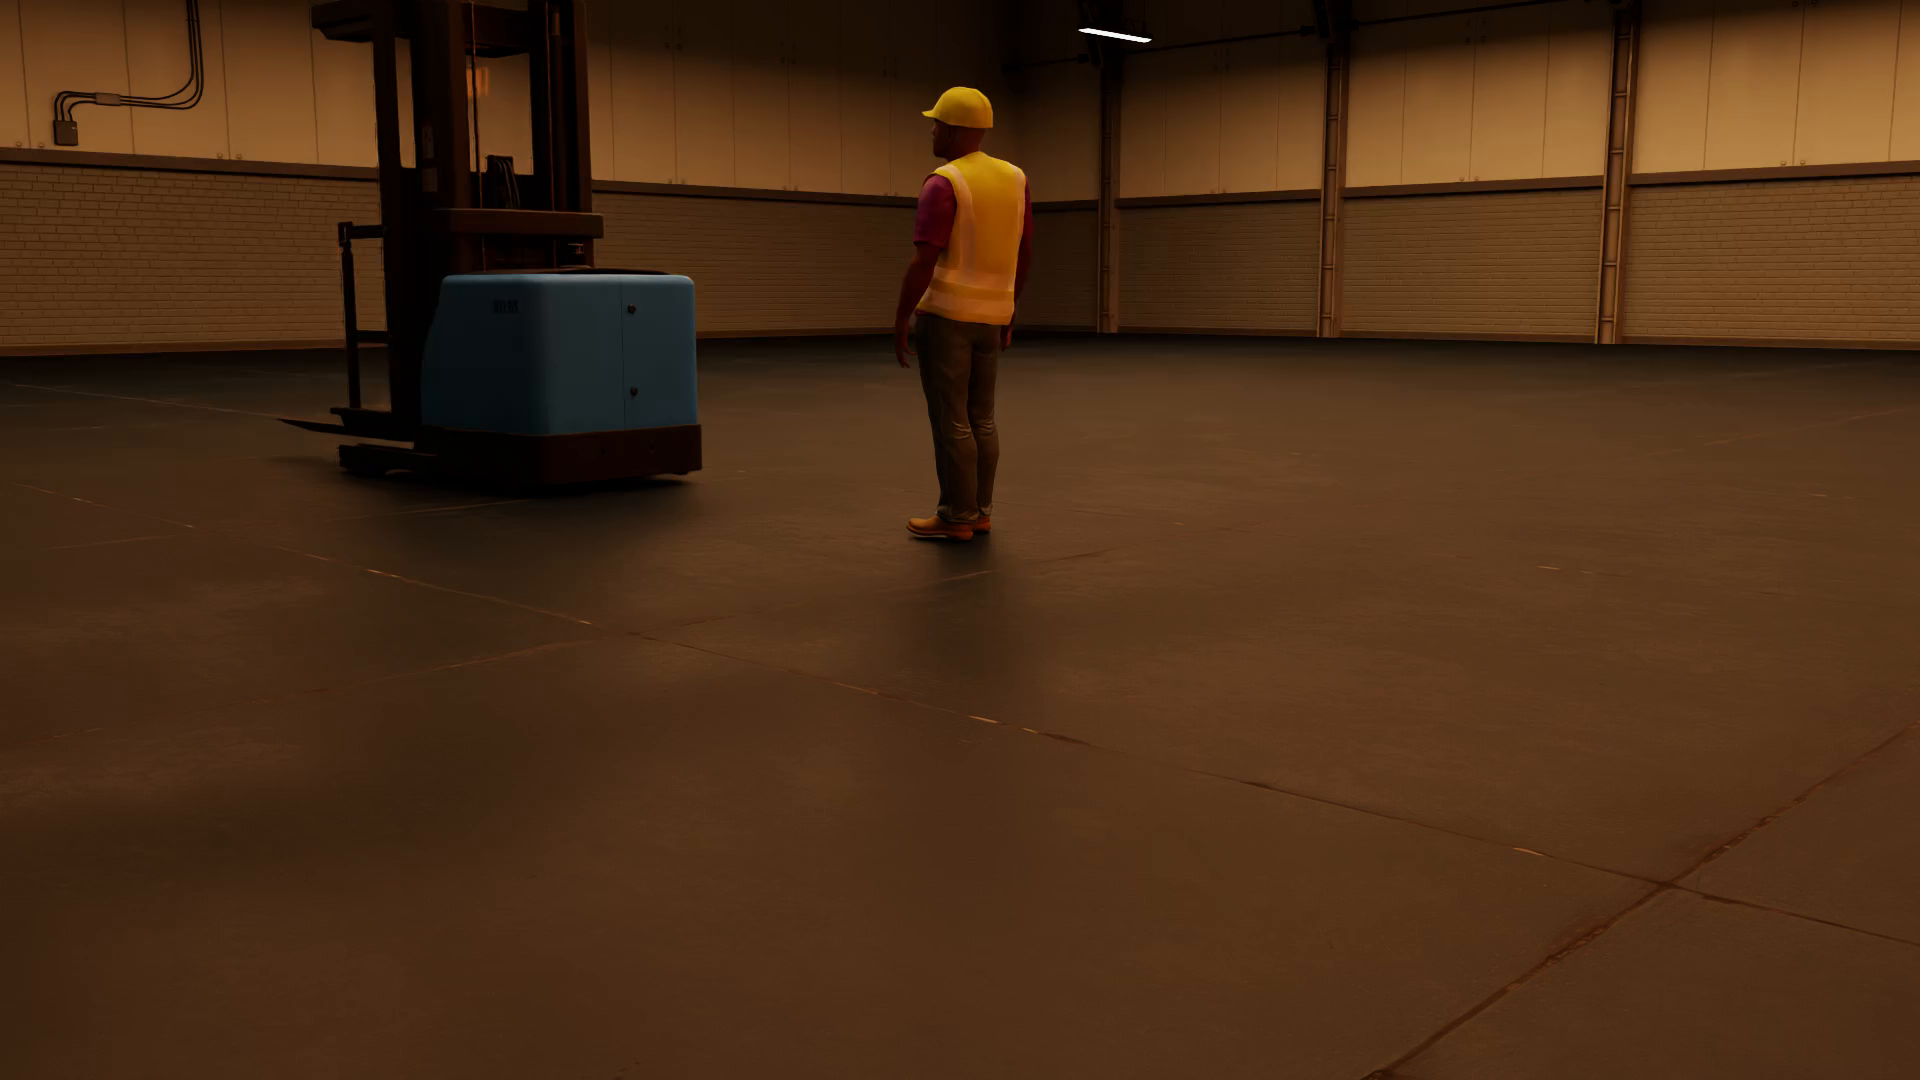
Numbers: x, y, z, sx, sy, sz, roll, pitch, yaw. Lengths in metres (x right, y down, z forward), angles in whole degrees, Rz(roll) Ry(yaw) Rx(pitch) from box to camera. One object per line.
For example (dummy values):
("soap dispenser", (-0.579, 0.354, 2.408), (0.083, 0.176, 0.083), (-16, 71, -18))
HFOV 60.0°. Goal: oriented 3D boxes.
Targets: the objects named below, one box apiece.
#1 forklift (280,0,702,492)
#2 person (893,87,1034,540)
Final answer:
("forklift", (-2.774, -1.842, 9.108), (3.031, 2.935, 1.130), (8, 12, 42))
("person", (-0.045, -0.888, 6.637), (0.577, 1.765, 0.665), (8, 12, 43))
